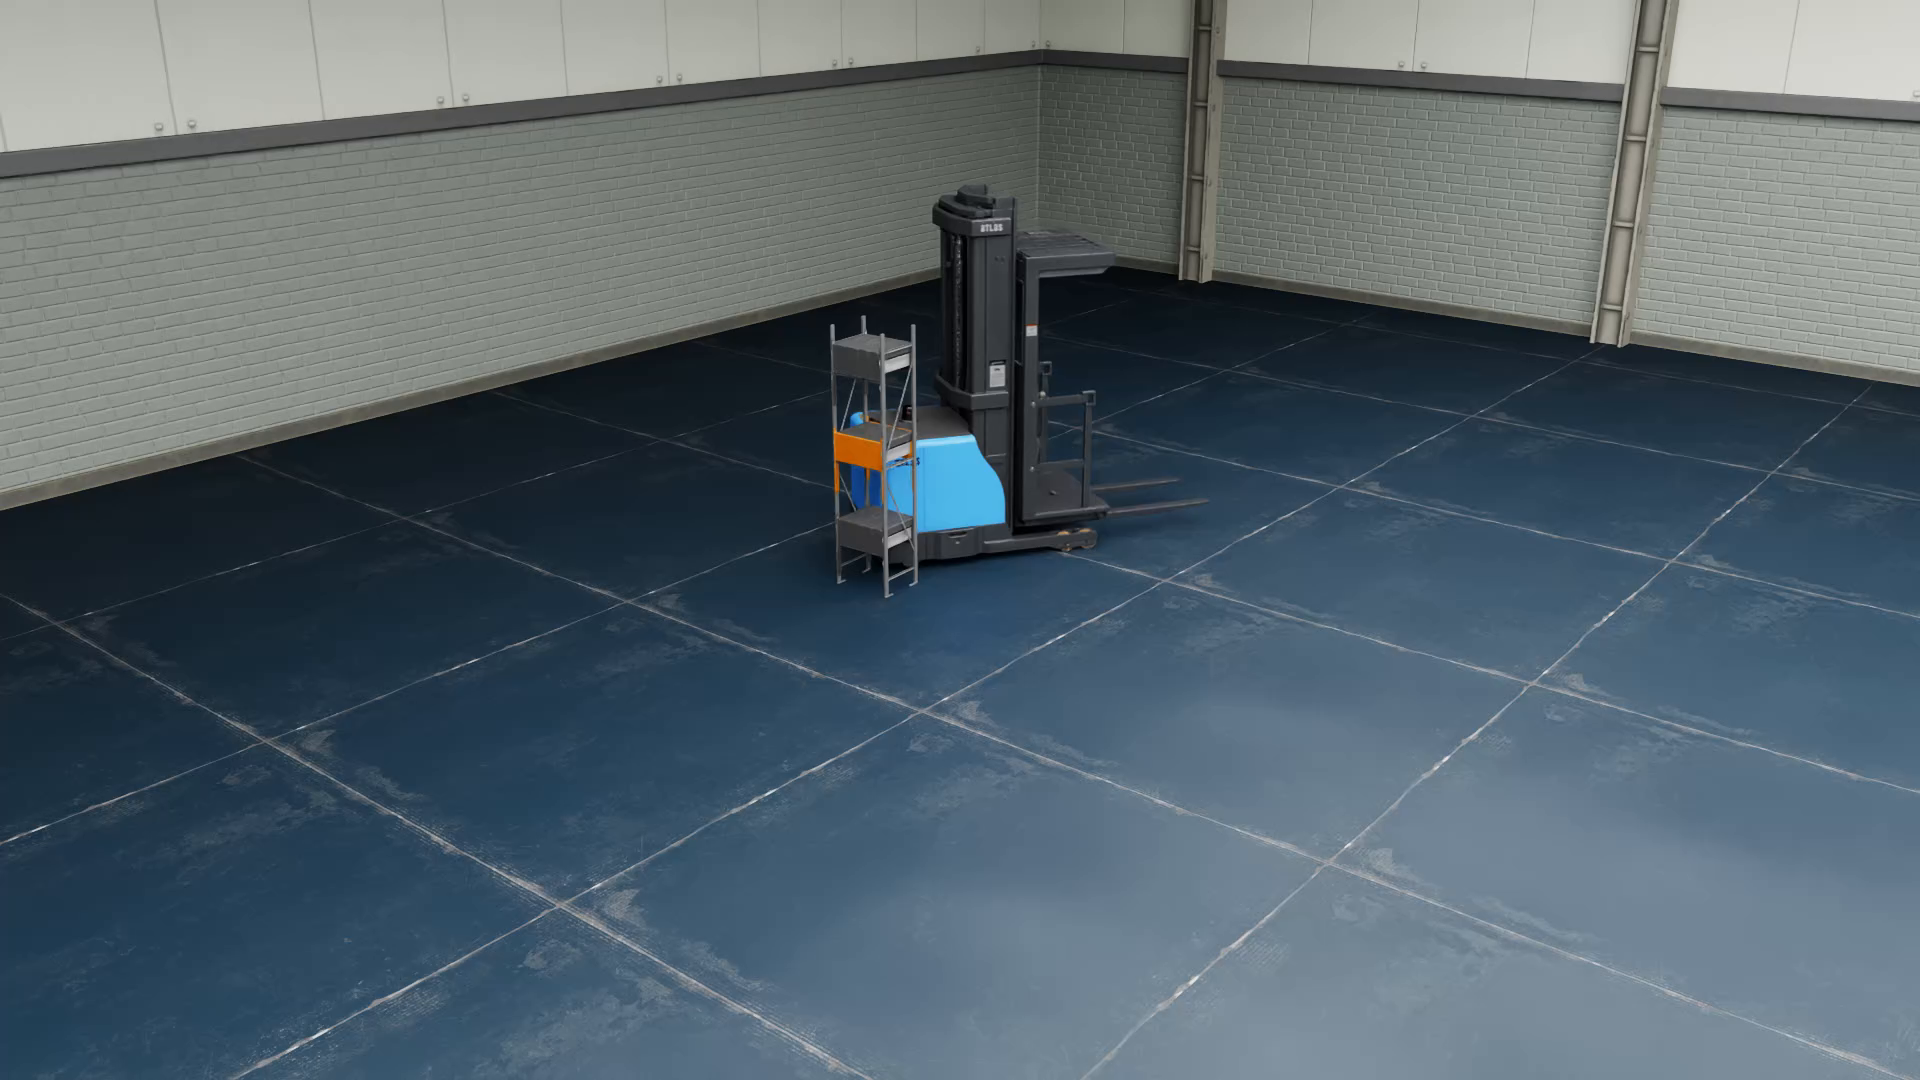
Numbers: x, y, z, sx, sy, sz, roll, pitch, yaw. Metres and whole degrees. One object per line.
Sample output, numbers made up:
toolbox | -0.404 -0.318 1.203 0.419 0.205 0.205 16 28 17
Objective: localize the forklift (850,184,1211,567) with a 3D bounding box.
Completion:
forklift | 0.639 -1.445 13.846 3.031 2.935 1.130 -7 22 -17

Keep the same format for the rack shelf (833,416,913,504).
rack shelf | -0.658 -0.623 12.884 0.480 0.518 0.431 15 25 34

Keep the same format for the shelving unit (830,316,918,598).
shelving unit | -0.658 -0.636 12.879 0.503 2.100 0.431 15 25 34

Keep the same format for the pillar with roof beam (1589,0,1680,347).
pillar with roof beam | 5.356 -5.489 15.971 0.400 9.000 9.100 16 26 36

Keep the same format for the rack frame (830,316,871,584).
rack frame | -0.853 -0.688 13.017 0.015 2.100 0.400 15 25 34

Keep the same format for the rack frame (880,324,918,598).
rack frame | -0.463 -0.584 12.742 0.015 2.100 0.400 15 25 34

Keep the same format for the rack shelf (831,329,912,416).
rack shelf | -0.658 -1.278 12.637 0.480 0.518 0.431 15 25 34

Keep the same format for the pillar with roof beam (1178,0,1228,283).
pillar with roof beam | 0.708 -6.828 19.521 0.400 9.000 9.100 16 26 36

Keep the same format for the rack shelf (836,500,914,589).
rack shelf | -0.658 0.032 13.131 0.480 0.518 0.431 15 25 34
